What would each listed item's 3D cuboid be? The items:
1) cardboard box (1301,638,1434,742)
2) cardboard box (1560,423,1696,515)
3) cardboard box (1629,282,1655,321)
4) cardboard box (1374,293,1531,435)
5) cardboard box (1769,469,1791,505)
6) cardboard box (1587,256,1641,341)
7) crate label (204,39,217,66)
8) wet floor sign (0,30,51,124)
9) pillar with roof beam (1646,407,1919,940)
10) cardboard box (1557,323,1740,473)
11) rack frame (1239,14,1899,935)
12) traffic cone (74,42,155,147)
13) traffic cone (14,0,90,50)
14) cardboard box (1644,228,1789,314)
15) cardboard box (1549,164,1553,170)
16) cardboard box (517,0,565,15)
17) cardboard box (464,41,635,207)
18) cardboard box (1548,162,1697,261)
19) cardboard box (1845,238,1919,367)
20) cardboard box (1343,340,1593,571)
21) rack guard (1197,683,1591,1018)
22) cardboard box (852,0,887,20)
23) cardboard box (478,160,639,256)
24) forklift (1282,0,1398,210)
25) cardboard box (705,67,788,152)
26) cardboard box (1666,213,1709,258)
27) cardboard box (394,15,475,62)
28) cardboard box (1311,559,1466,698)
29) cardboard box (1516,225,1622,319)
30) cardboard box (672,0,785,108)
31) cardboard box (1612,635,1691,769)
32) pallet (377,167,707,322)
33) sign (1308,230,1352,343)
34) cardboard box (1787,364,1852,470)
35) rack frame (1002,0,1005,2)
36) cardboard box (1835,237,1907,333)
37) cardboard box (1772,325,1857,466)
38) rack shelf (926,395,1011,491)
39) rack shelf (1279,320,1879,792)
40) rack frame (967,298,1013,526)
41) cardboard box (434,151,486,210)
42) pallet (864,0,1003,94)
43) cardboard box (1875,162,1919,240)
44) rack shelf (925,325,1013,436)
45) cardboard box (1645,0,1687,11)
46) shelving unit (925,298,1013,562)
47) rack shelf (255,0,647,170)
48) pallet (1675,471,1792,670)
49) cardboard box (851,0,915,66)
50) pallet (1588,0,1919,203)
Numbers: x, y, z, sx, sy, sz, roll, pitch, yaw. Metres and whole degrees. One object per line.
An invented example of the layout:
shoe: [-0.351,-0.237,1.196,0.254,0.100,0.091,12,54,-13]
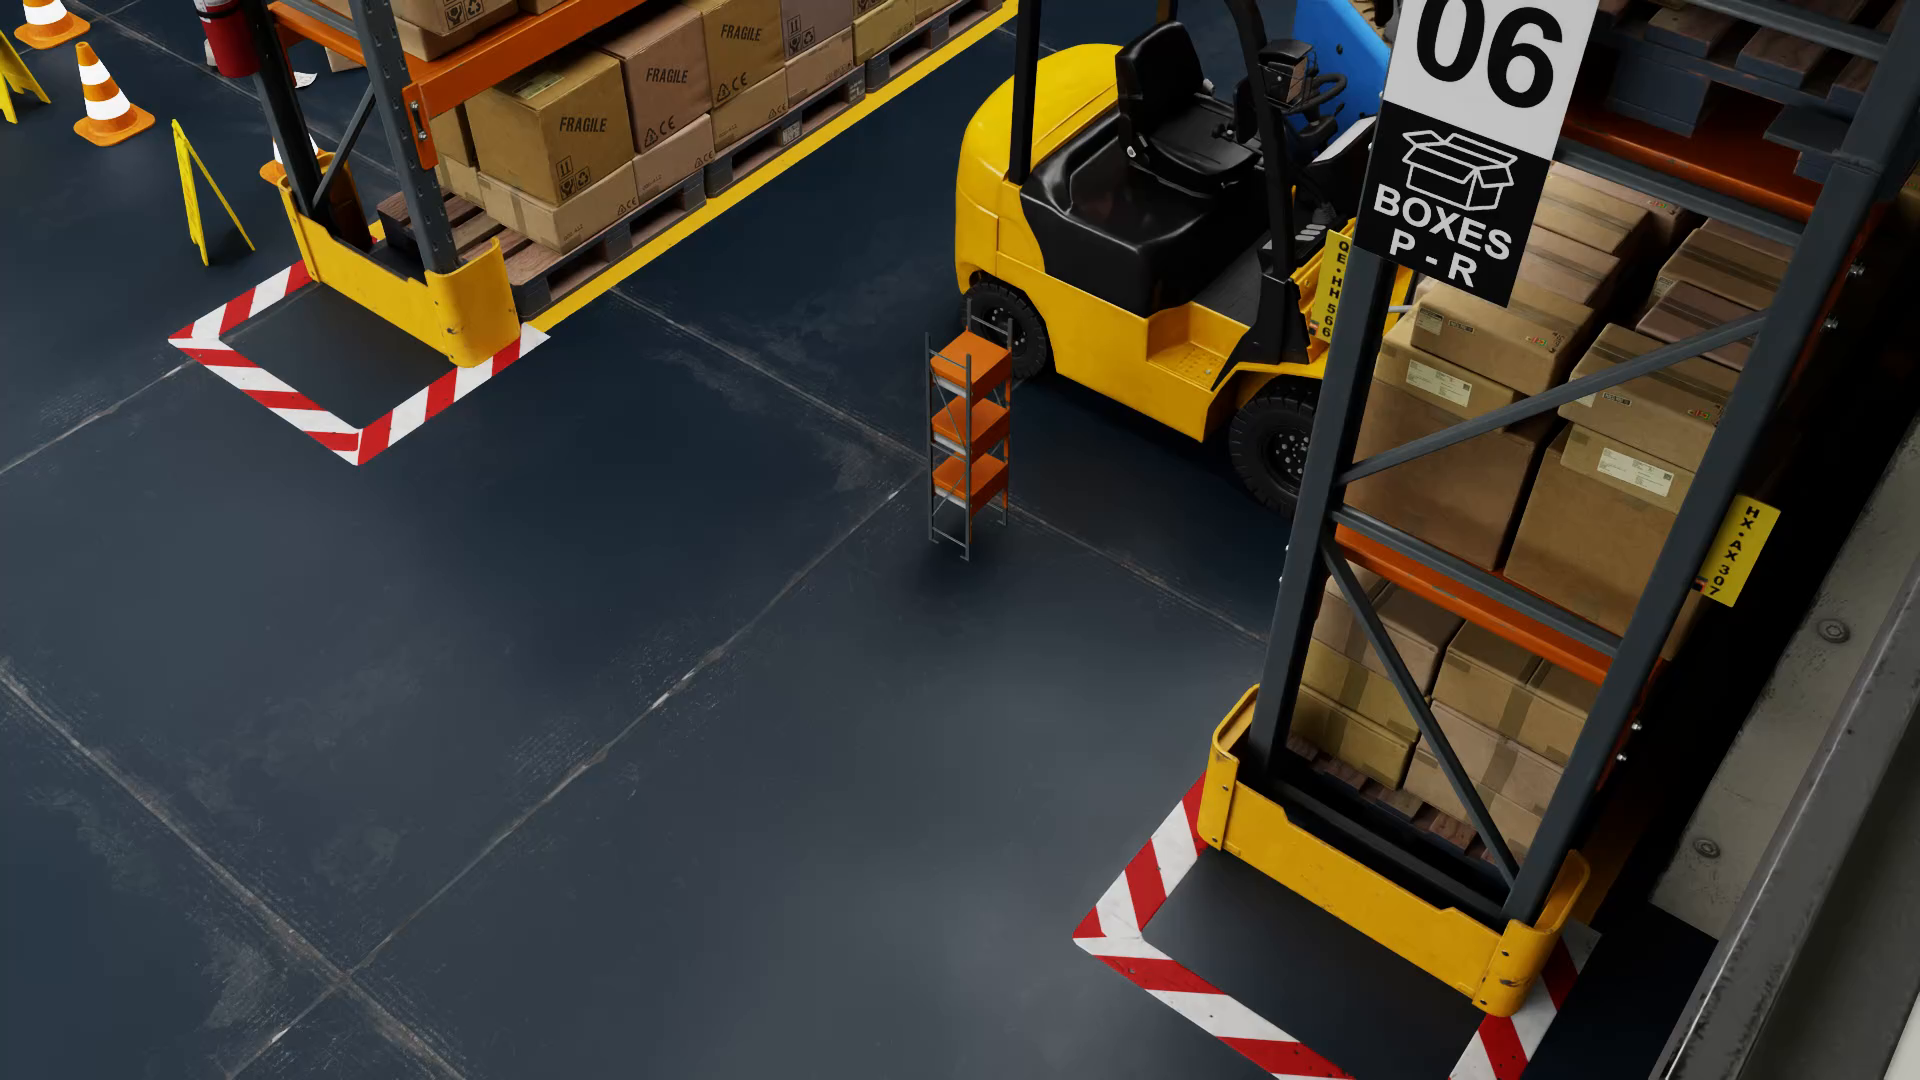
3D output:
cardboard box: [1.414,0.318,5.500,0.500,0.250,0.500,29,53,25]
cardboard box: [1.776,-0.235,4.245,0.380,0.149,0.250,28,52,24]
cardboard box: [2.037,-0.547,4.543,0.380,0.149,0.250,28,53,24]
cardboard box: [1.354,-0.478,4.477,0.380,0.149,0.250,30,53,25]
cardboard box: [3.056,-0.437,6.567,0.500,0.250,0.500,29,53,25]
cardboard box: [1.694,-0.759,4.746,0.380,0.149,0.250,30,53,26]
crate label: [-3.979,-2.690,9.088,0.250,0.136,0.298,6,47,5]
wet floor sign: [-4.996,-2.515,8.569,0.267,0.644,0.232,21,50,19]
pillar with roof beam: [-0.904,-3.872,4.089,9.100,9.000,0.400,29,53,25]
cardboard box: [1.738,-0.356,4.155,0.380,0.149,0.250,28,53,24]
rack frame: [1.363,0.103,4.440,1.000,3.000,0.127,29,53,25]
traffic cone: [-4.411,-2.326,8.514,0.336,0.463,0.334,29,53,25]
traffic cone: [-5.097,-3.020,9.178,0.336,0.463,0.334,29,53,25]
cardboard box: [2.075,-0.648,4.434,0.380,0.149,0.250,30,53,26]
cardboard box: [1.980,-1.069,5.042,0.380,0.149,0.250,28,52,24]
cardboard box: [-1.826,-2.372,6.978,0.380,0.149,0.250,28,52,24]
cardboard box: [-1.841,-1.897,7.443,0.500,0.500,0.500,28,52,24]
cardboard box: [1.892,-0.983,4.754,0.380,0.149,0.250,30,53,25]
cardboard box: [2.807,-0.975,5.401,0.500,0.500,0.500,30,53,26]
cardboard box: [1.457,-0.329,4.784,0.500,0.500,0.500,28,52,24]
rack guard: [1.349,0.980,5.331,1.175,0.500,0.348,29,53,25]
cardboard box: [-0.580,-3.083,8.577,0.500,0.500,0.500,30,53,26]
cardboard box: [-1.855,-1.624,7.701,0.500,0.250,0.500,29,53,25]
forklift: [3.149,-2.905,7.361,3.031,2.935,1.130,-11,47,-10]
cardboard box: [-1.213,-2.230,8.280,0.500,0.250,0.500,33,54,27]
cardboard box: [2.094,-0.915,5.344,0.500,0.500,0.500,28,53,24]
cardboard box: [-2.195,-2.105,6.723,0.380,0.149,0.250,29,53,25]
cardboard box: [1.398,0.161,5.304,0.500,0.250,0.500,31,54,26]
cardboard box: [1.542,-0.711,4.495,0.380,0.149,0.250,29,53,25]
cardboard box: [-1.211,-2.481,8.001,0.500,0.500,0.500,30,53,26]
cardboard box: [2.148,0.436,5.733,0.500,0.250,0.500,30,53,25]
pallet: [-1.996,-1.619,8.013,1.003,0.211,1.213,29,53,25]
sign: [0.943,-0.627,4.173,0.100,0.325,0.005,29,53,25]
cardboard box: [3.061,-0.594,6.372,0.500,0.250,0.500,29,53,25]
rack frame: [-0.121,-4.378,8.721,1.000,3.000,0.127,29,53,25]
cardboard box: [2.457,-0.784,4.770,0.380,0.149,0.250,30,53,25]
cardboard box: [2.187,-0.400,4.852,0.500,0.500,0.500,31,54,26]
rack shelf: [0.033,-0.386,6.270,0.215,0.259,0.240,29,53,25]
rack shelf: [2.586,-0.793,5.794,1.077,0.370,4.000,29,53,25]
rack frame: [0.107,-0.463,6.329,0.200,1.050,0.008,29,53,25]
cardboard box: [-2.271,-1.880,7.945,0.500,0.250,0.500,29,53,25]
pallet: [-0.504,-3.015,9.347,1.003,0.211,1.213,29,53,25]
cardboard box: [2.618,-1.052,4.820,0.380,0.149,0.250,28,52,24]
rack shelf: [0.033,-0.582,6.065,0.215,0.259,0.240,29,53,25]
cardboard box: [1.441,-1.508,3.476,0.500,0.500,0.500,31,54,26]
shelving unit: [0.033,-0.393,6.263,0.215,1.050,0.252,29,53,25]
rack shelf: [-1.344,-2.985,7.888,1.077,0.370,4.000,29,53,25]
pallet: [2.544,-0.085,6.548,1.003,0.211,1.213,29,53,25]
cardboard box: [-0.588,-2.807,8.831,0.500,0.250,0.500,28,52,24]
pallet: [1.816,-1.296,3.763,1.003,0.211,1.213,29,53,25]
